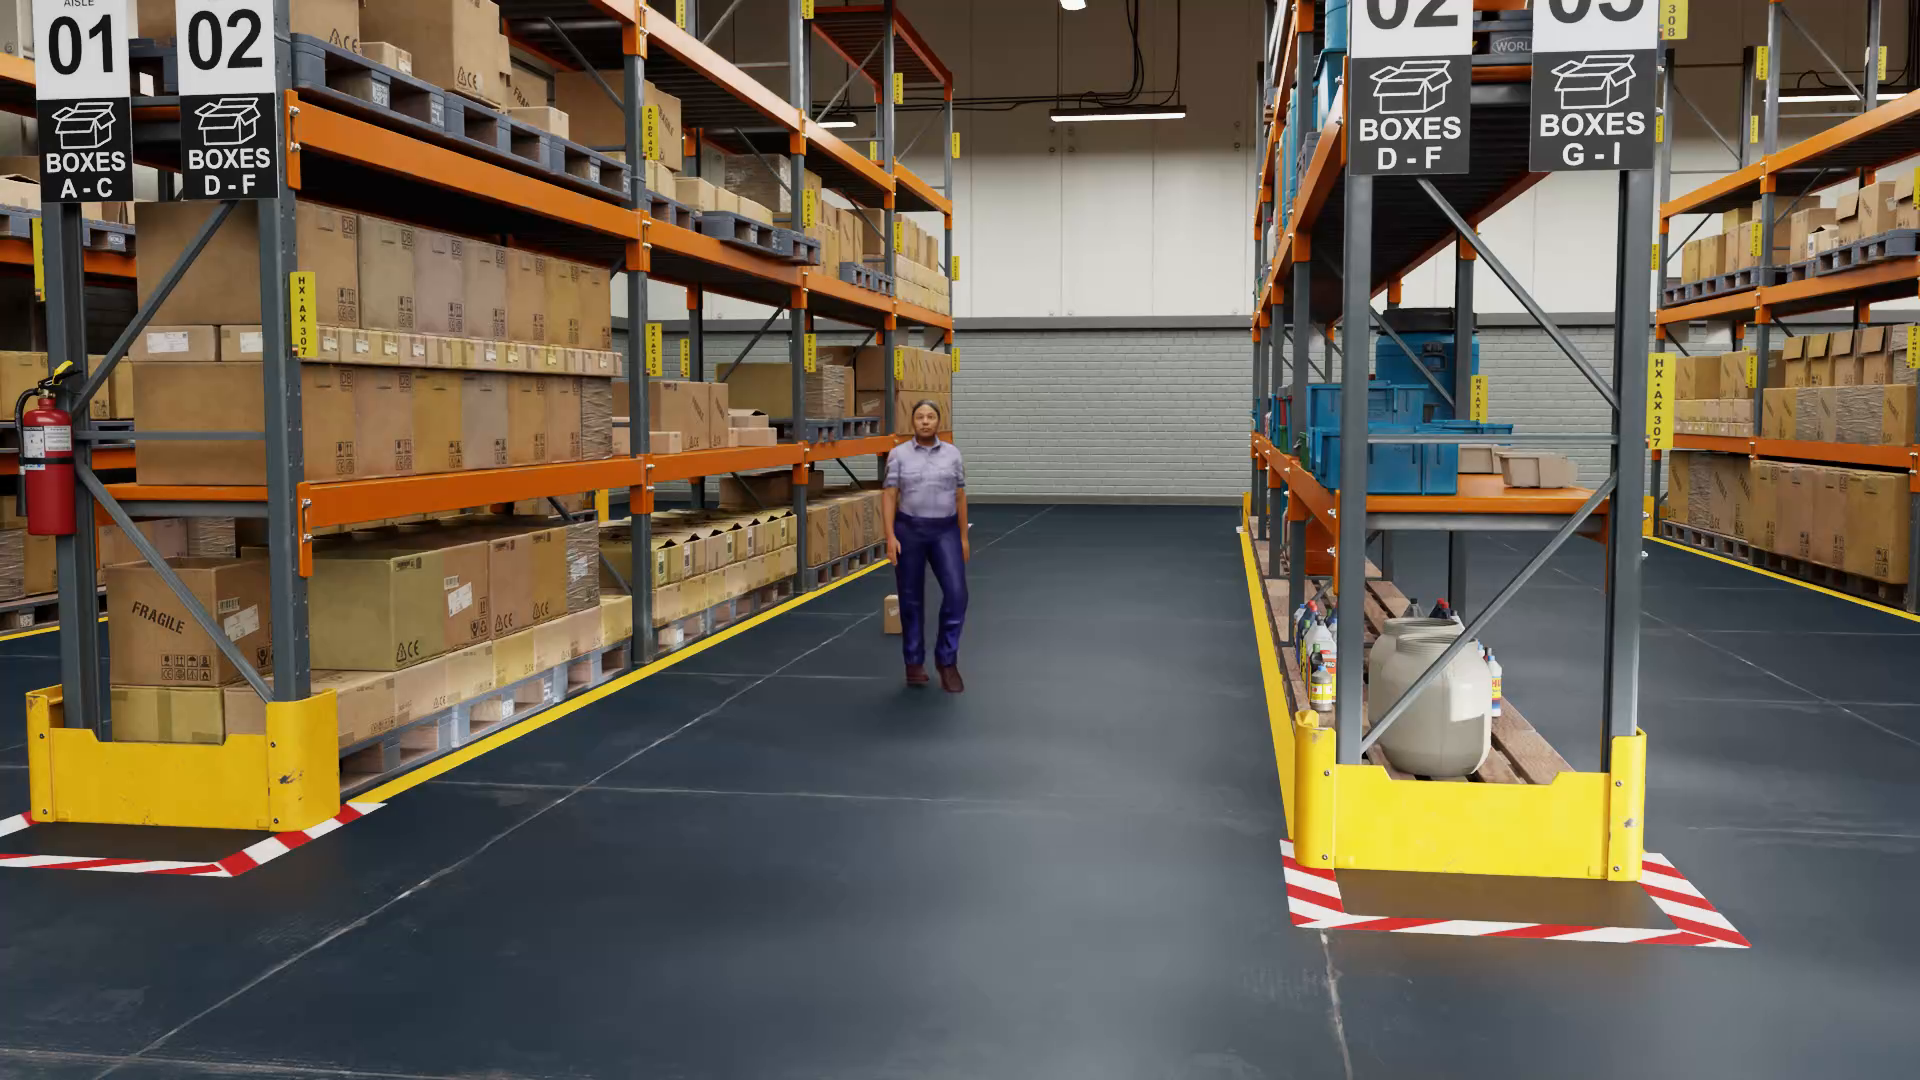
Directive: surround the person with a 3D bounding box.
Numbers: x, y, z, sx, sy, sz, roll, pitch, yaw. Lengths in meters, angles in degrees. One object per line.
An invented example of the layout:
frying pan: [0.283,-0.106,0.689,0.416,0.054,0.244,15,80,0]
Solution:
person: [-0.188,0.042,9.570,0.523,1.702,0.526,-1,5,-7]
